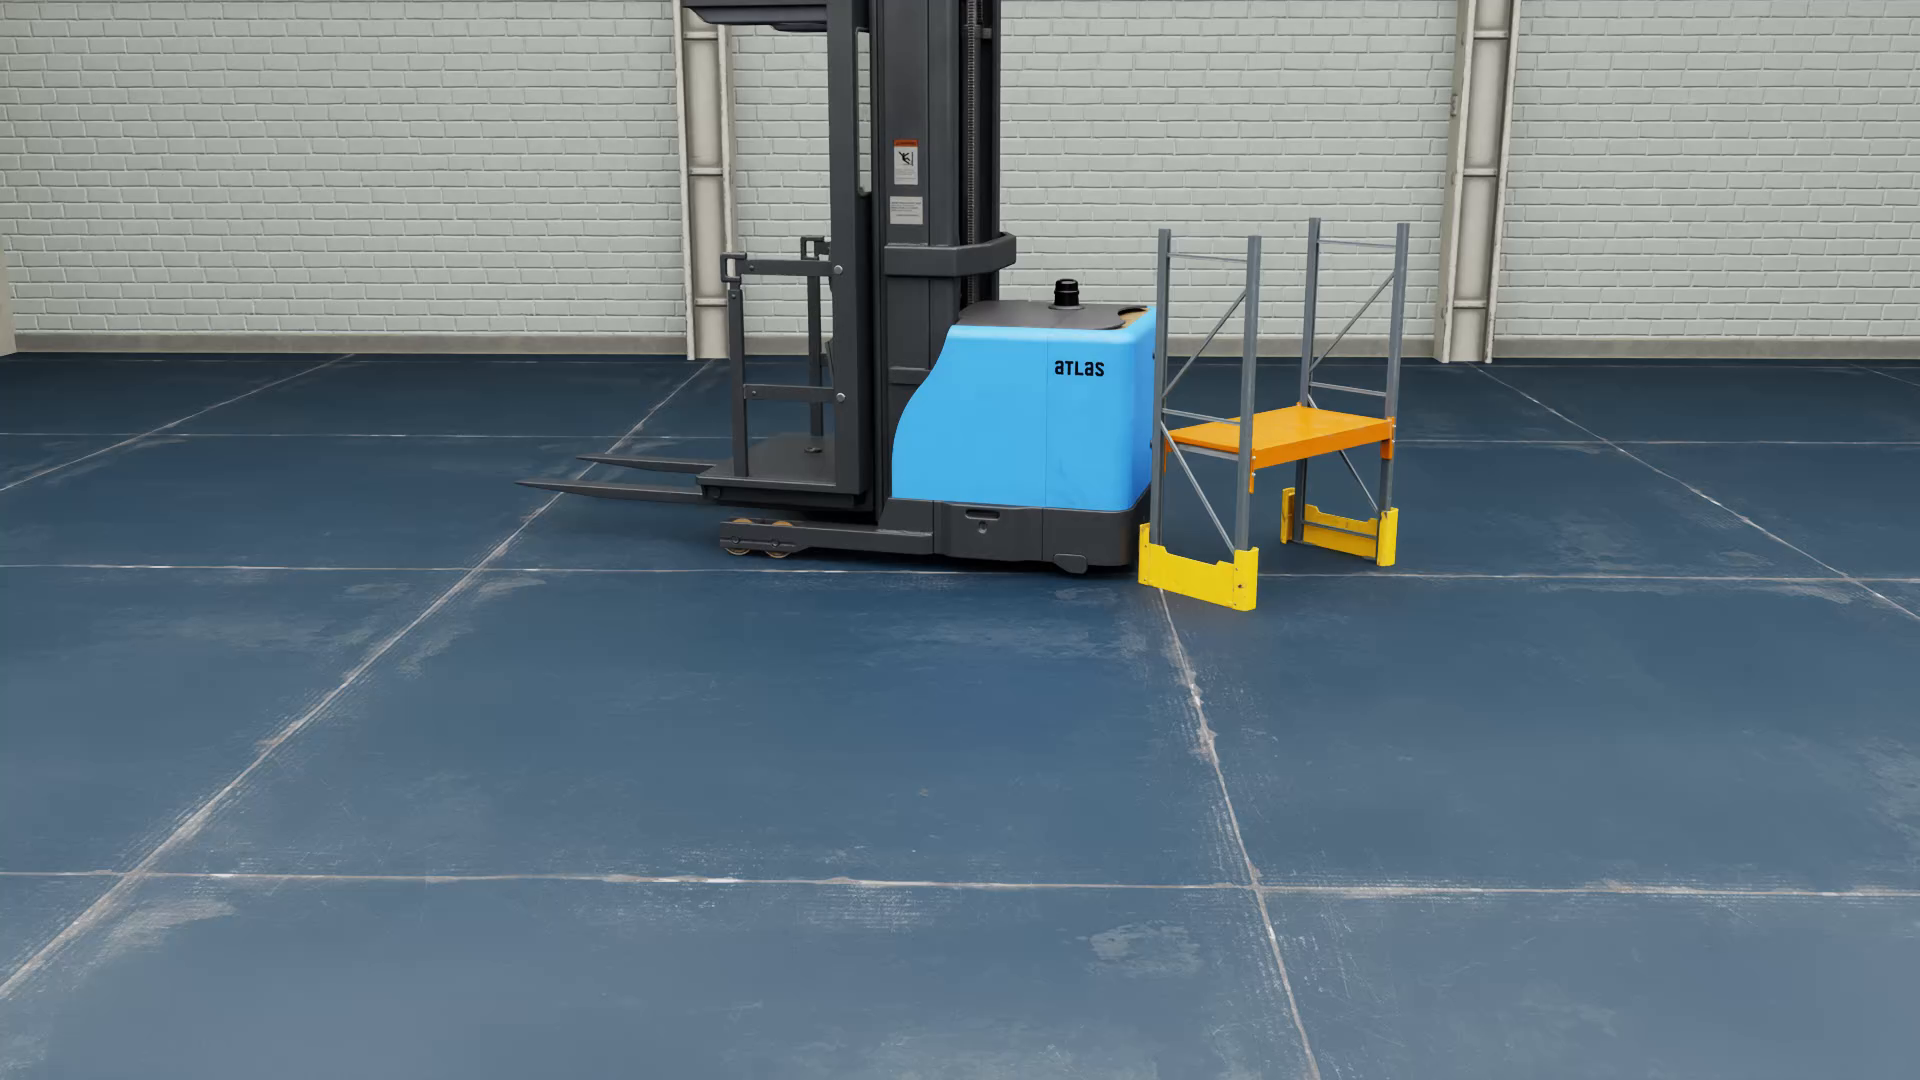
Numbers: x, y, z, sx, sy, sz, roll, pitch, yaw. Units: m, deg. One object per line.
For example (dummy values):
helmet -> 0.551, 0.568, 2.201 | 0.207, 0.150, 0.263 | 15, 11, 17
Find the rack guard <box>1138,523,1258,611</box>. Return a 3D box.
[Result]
rack guard -> 0.987, 0.108, 6.942 | 0.087, 0.250, 0.587 | -13, 20, -41

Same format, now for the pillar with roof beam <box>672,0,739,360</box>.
pillar with roof beam -> -2.092, -4.734, 8.145 | 0.400, 9.000, 9.100 | 0, 15, 1

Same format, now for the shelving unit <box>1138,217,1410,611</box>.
shelving unit -> 1.355, -0.582, 7.107 | 1.083, 1.500, 0.587 | -13, 20, -41

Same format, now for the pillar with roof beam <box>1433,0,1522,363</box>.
pillar with roof beam -> 3.906, -4.695, 7.996 | 0.400, 9.000, 9.100 | 0, 15, 1

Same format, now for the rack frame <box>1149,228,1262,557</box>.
rack frame -> 0.986, -0.496, 6.781 | 0.032, 1.500, 0.500 | -13, 20, -41

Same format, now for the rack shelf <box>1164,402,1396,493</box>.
rack shelf -> 1.362, -0.410, 7.159 | 1.000, 0.185, 0.538 | -13, 20, -41

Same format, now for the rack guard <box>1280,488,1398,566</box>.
rack guard -> 1.723, -0.064, 7.591 | 0.087, 0.250, 0.587 | -13, 20, -41

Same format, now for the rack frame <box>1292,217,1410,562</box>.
rack frame -> 1.737, -0.671, 7.444 | 0.032, 1.500, 0.500 | -13, 20, -41

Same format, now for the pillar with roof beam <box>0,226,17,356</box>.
pillar with roof beam -> -8.090, -4.773, 8.293 | 0.400, 9.000, 9.100 | 0, 15, 1

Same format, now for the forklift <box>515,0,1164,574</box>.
forklift -> -0.601, -1.459, 7.626 | 3.031, 2.935, 1.130 | 4, 15, 15
